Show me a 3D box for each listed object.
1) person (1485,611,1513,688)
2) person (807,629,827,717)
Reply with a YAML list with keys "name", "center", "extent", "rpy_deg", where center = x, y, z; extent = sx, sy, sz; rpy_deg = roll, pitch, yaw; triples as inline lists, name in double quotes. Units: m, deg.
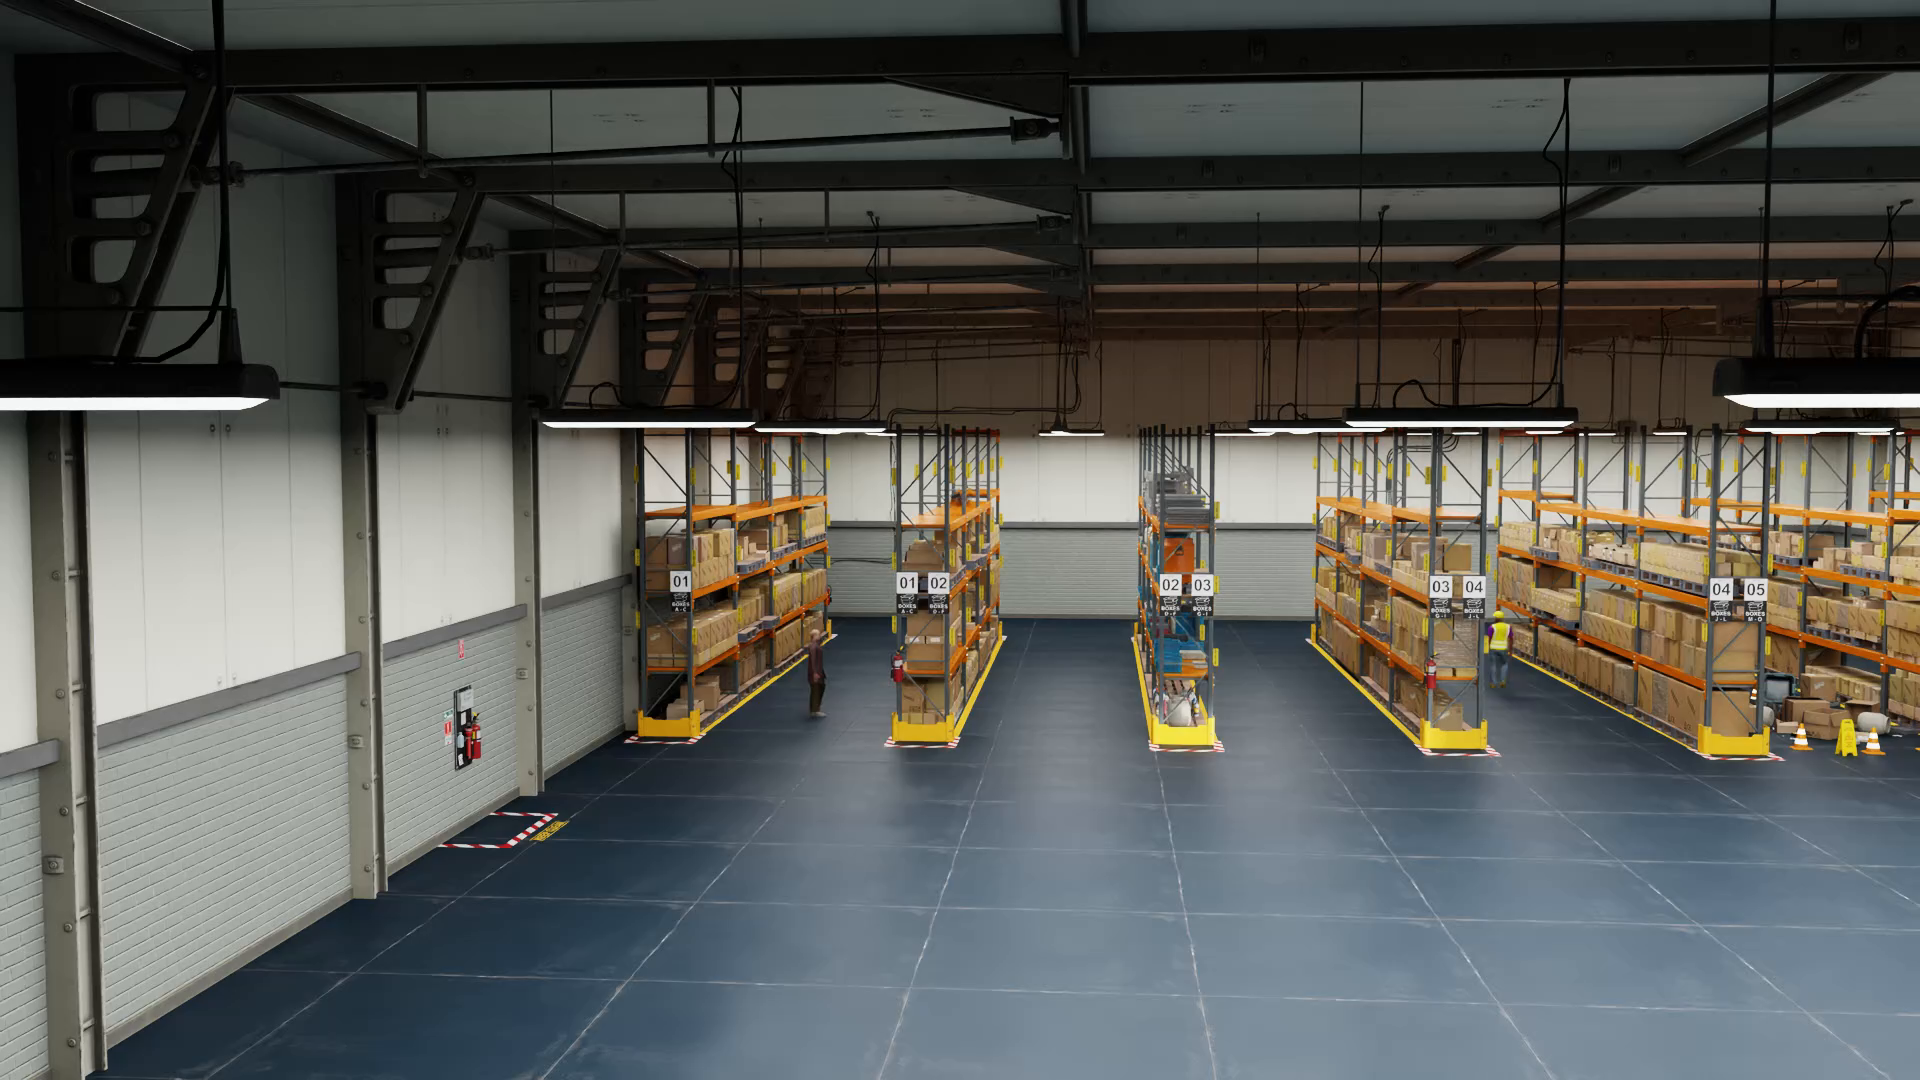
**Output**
- name: "person"
  center: [12.357, 2.535, 38.152]
  extent: [0.617, 1.823, 0.500]
  rpy_deg: [2, 4, 32]
- name: "person"
  center: [-2.955, 2.778, 34.380]
  extent: [0.403, 1.861, 0.654]
  rpy_deg: [0, 3, 3]
